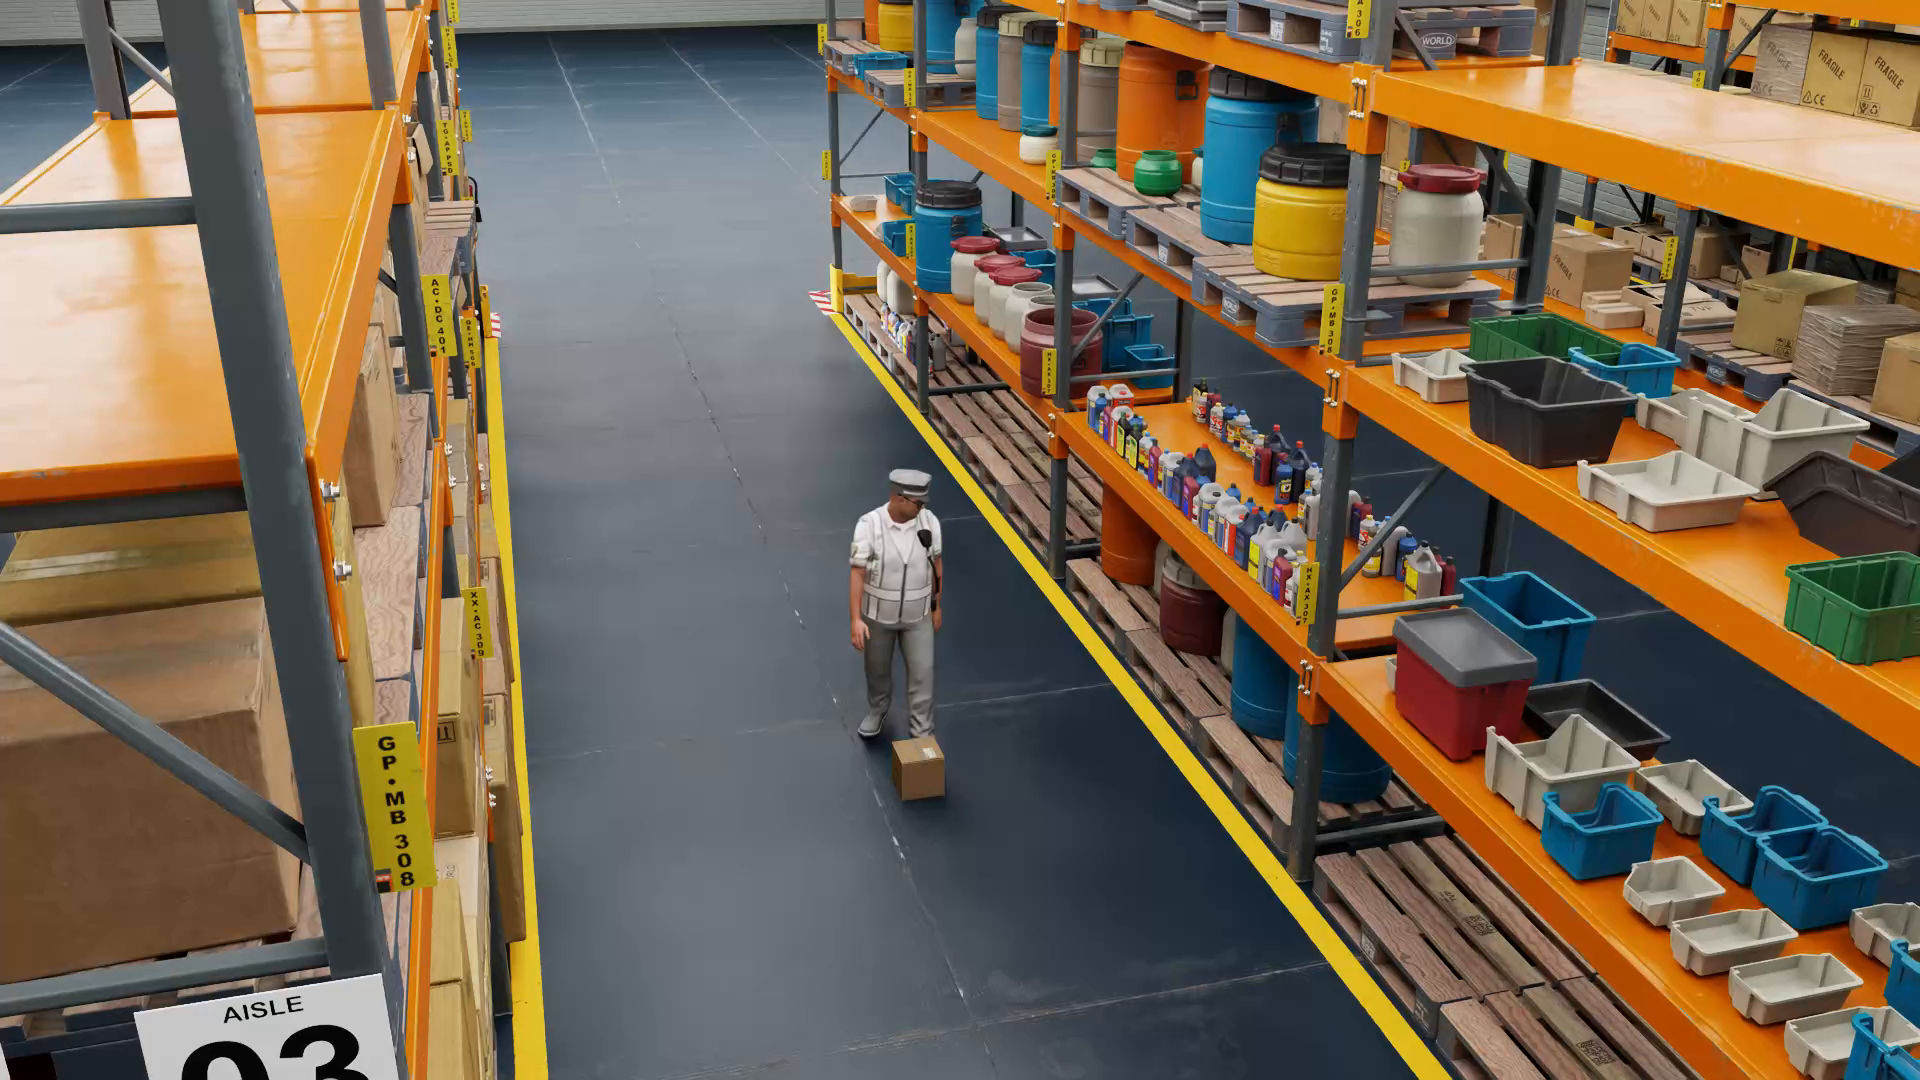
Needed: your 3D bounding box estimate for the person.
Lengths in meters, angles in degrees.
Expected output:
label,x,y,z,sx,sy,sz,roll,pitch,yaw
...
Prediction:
label,x,y,z,sx,sy,sz,roll,pitch,yaw
person,-0.361,0.438,9.588,0.573,1.725,0.787,-4,23,-9
